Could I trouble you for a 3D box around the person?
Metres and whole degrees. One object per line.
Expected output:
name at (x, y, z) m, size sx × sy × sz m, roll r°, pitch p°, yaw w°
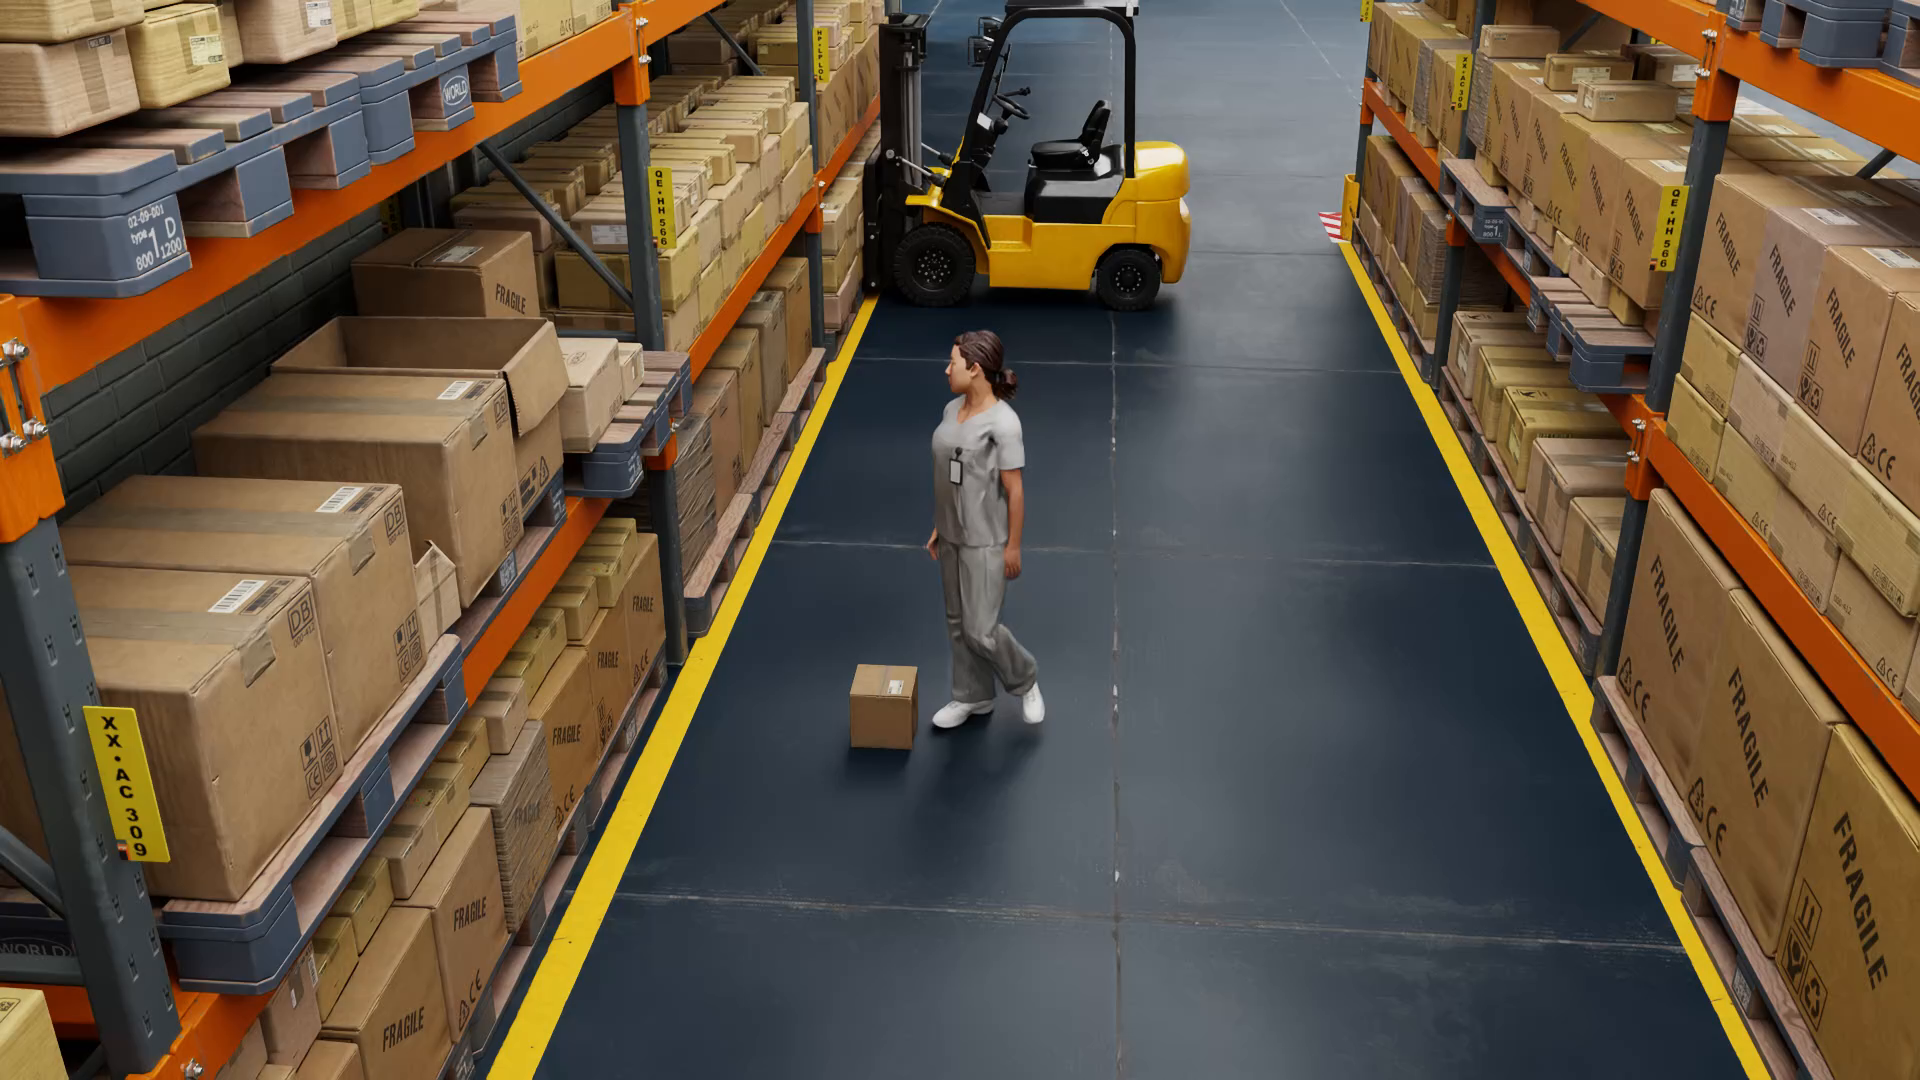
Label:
person at (0.107, -0.008, 6.604) m, size 0.445 × 1.666 × 0.504 m, roll -17°, pitch 30°, yaw -32°
